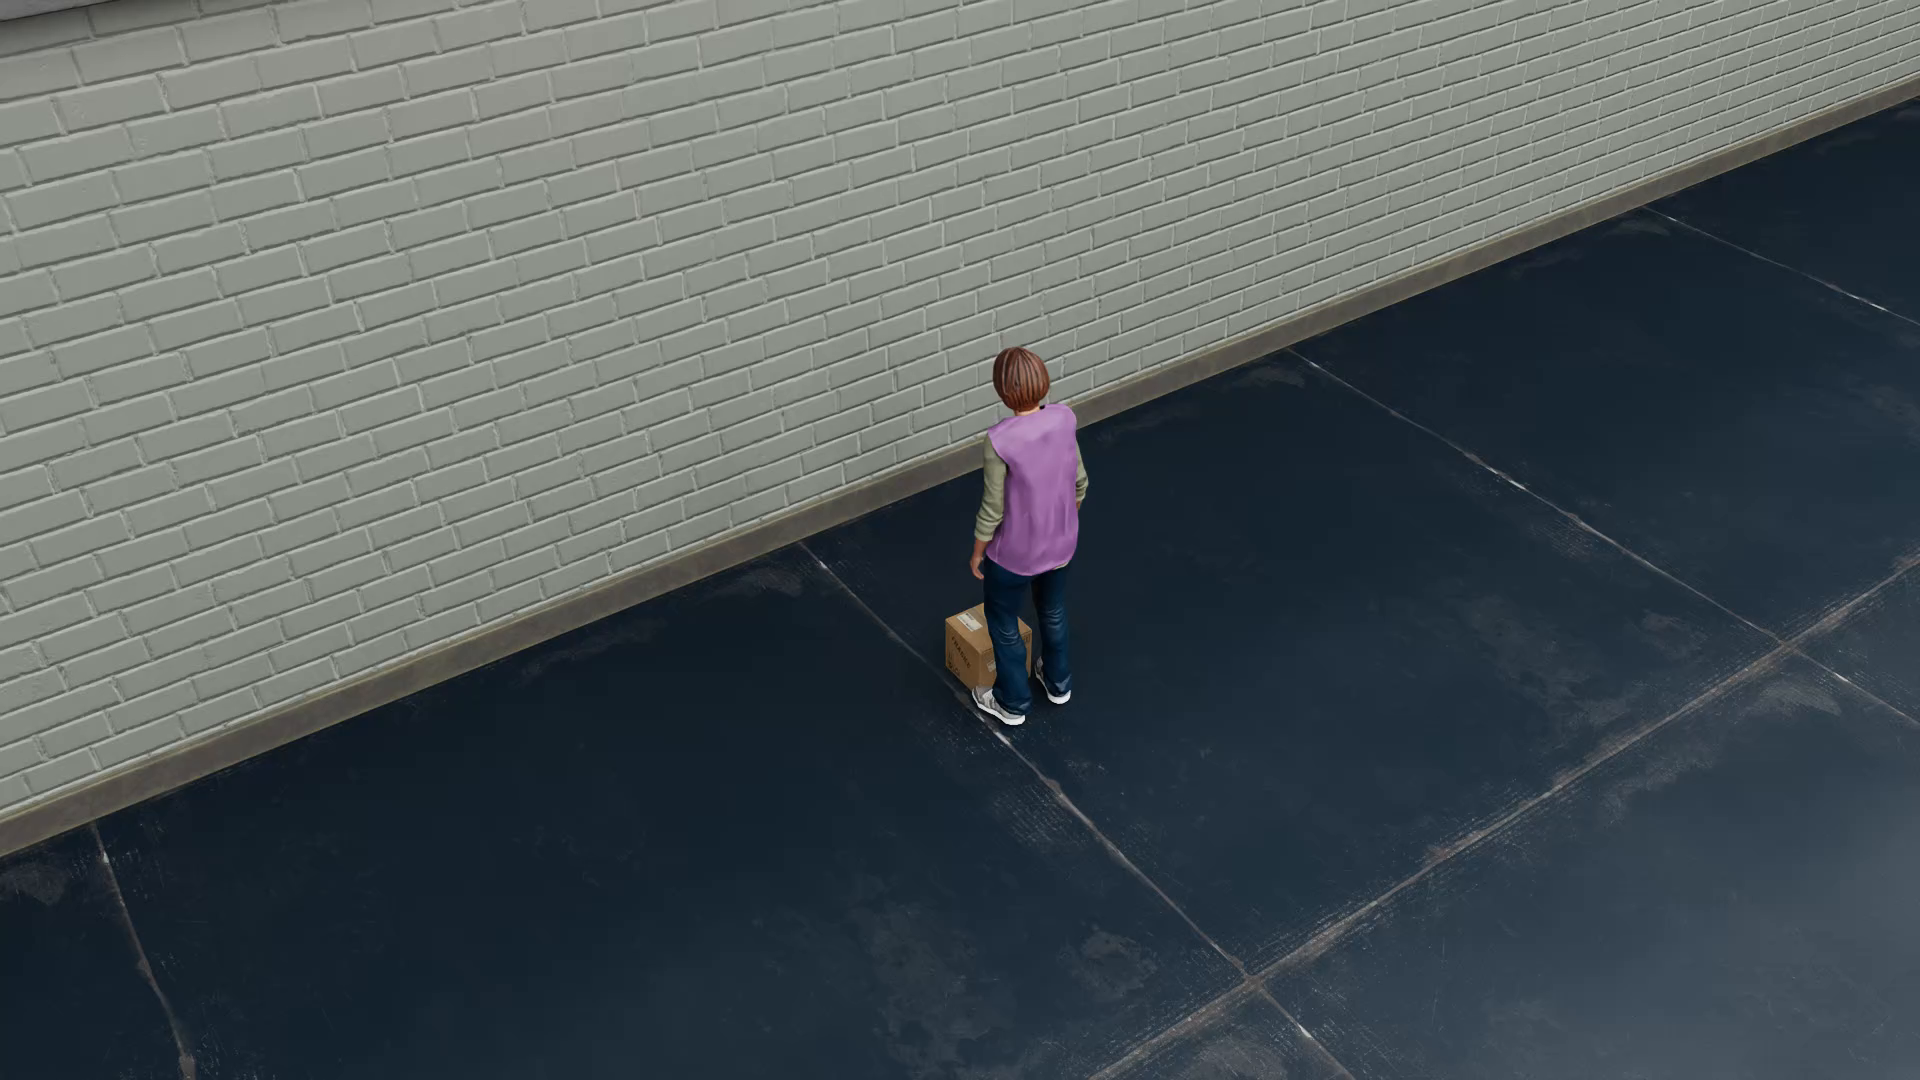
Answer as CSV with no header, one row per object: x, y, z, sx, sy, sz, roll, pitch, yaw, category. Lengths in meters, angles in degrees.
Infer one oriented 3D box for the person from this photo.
0.249,0.016,6.137,0.460,1.592,0.344,-20,41,-25,person
